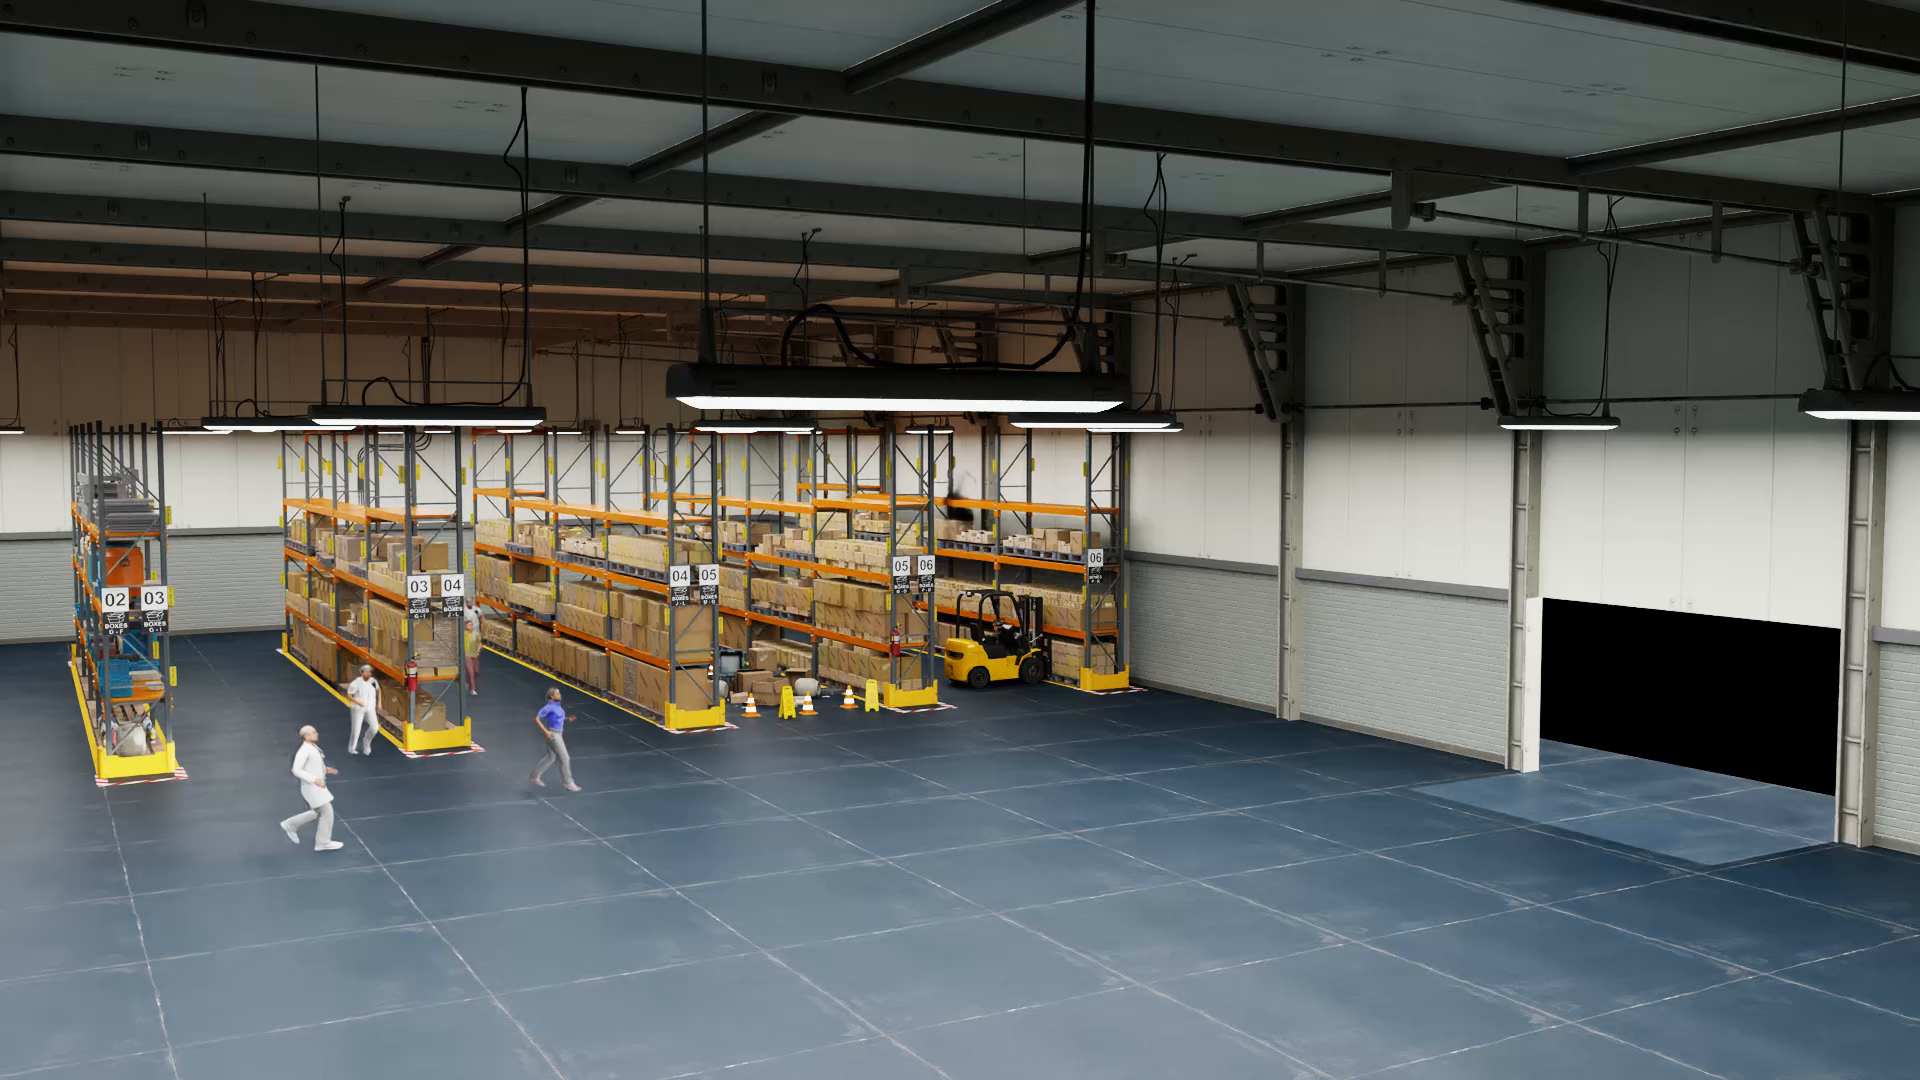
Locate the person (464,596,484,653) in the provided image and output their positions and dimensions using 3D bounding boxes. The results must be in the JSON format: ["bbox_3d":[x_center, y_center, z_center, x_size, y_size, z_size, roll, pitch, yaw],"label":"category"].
[{"bbox_3d":[-12.256,2.271,41.729,0.675,1.744,0.612,-2,4,-24],"label":"person"}]

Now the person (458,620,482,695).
[{"bbox_3d":[-10.958,2.604,37.098,0.600,1.647,0.727,-3,4,-36],"label":"person"}]

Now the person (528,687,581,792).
[{"bbox_3d":[-6.557,3.217,26.868,0.878,1.682,0.562,0,4,-2],"label":"person"}]

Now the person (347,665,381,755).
[{"bbox_3d":[-10.705,3.060,29.966,0.666,1.637,0.611,-3,5,-40],"label":"person"}]

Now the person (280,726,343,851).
[{"bbox_3d":[-8.983,3.431,22.986,0.832,1.736,0.716,-1,4,-12],"label":"person"}]
